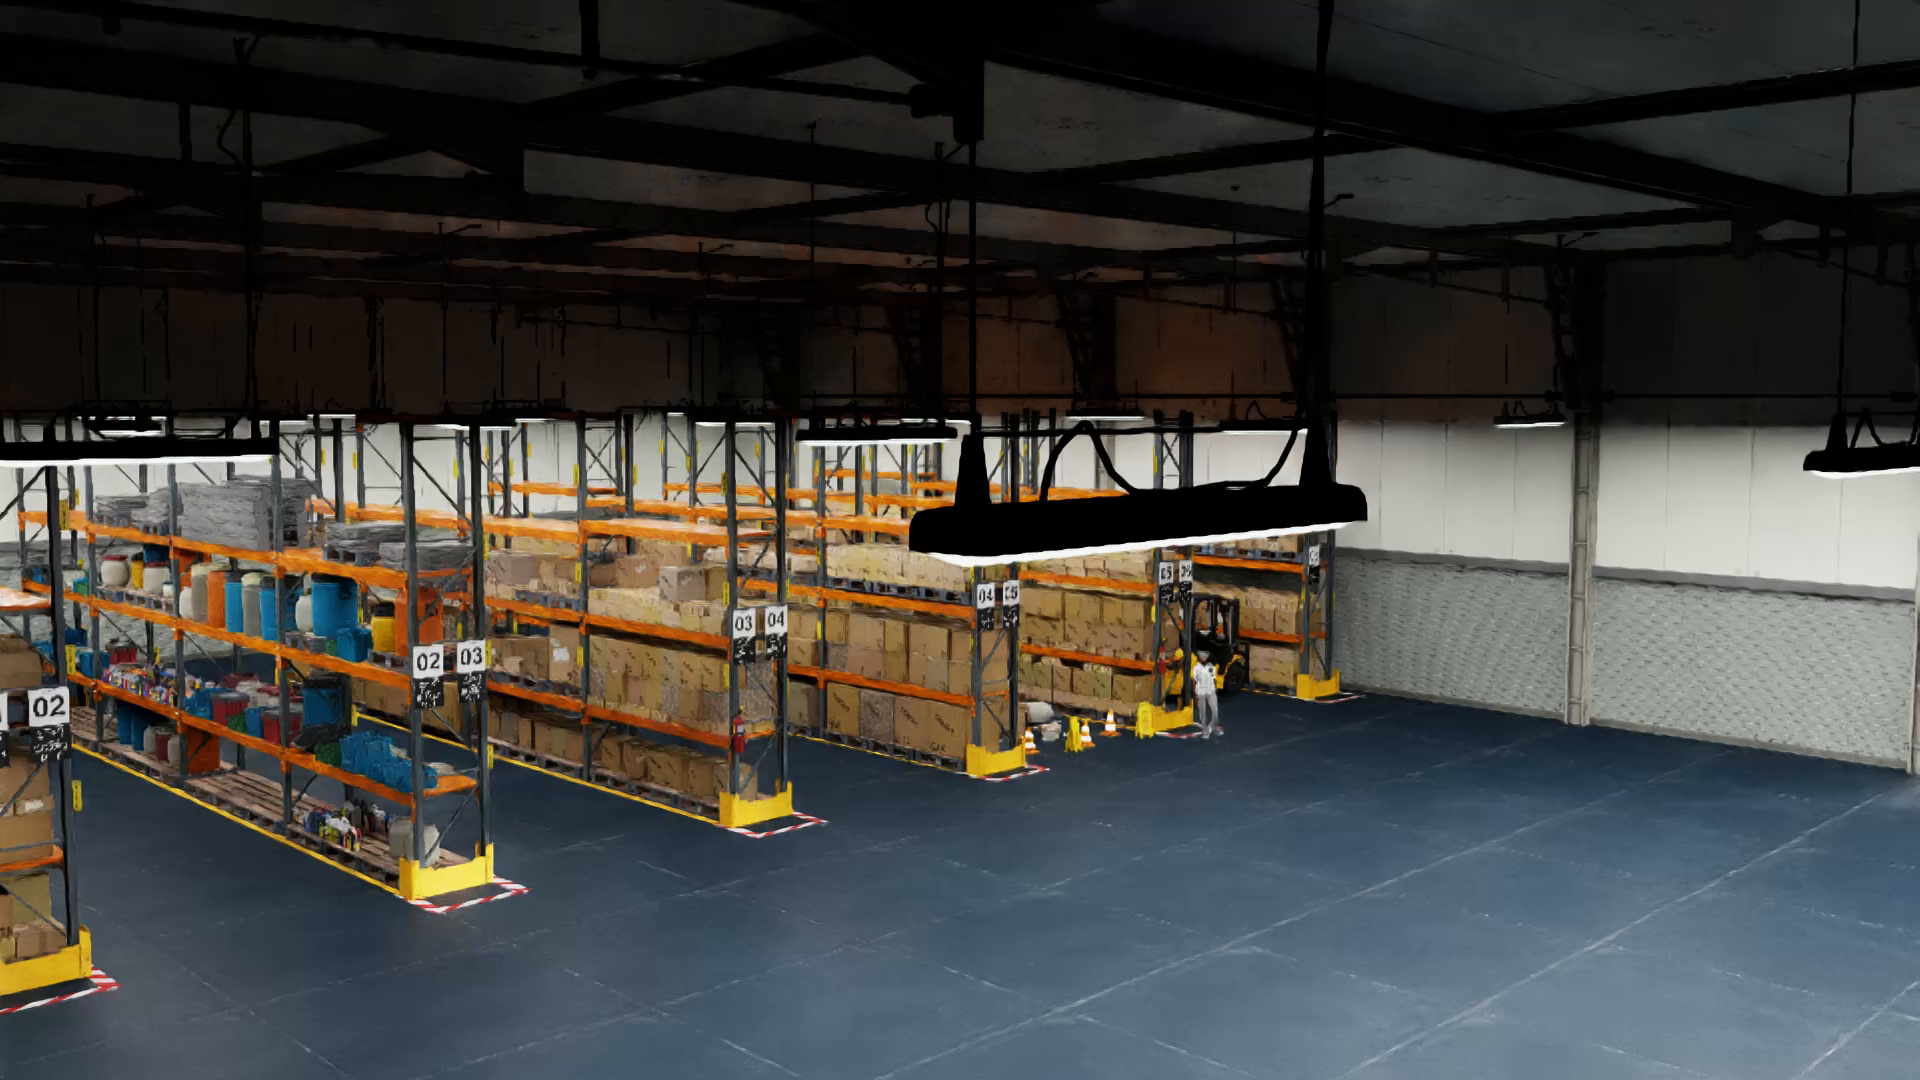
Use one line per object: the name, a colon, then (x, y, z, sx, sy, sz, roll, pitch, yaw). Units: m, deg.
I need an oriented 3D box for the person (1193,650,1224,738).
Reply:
person: (4.582, 2.829, 30.690, 0.597, 1.664, 0.461, 0, 5, 2)

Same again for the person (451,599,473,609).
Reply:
person: (-12.969, 1.707, 43.329, 0.579, 1.743, 0.586, -1, 5, -8)

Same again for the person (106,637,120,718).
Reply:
person: (-16.523, 2.703, 32.499, 0.358, 1.595, 0.571, -2, 6, -26)
